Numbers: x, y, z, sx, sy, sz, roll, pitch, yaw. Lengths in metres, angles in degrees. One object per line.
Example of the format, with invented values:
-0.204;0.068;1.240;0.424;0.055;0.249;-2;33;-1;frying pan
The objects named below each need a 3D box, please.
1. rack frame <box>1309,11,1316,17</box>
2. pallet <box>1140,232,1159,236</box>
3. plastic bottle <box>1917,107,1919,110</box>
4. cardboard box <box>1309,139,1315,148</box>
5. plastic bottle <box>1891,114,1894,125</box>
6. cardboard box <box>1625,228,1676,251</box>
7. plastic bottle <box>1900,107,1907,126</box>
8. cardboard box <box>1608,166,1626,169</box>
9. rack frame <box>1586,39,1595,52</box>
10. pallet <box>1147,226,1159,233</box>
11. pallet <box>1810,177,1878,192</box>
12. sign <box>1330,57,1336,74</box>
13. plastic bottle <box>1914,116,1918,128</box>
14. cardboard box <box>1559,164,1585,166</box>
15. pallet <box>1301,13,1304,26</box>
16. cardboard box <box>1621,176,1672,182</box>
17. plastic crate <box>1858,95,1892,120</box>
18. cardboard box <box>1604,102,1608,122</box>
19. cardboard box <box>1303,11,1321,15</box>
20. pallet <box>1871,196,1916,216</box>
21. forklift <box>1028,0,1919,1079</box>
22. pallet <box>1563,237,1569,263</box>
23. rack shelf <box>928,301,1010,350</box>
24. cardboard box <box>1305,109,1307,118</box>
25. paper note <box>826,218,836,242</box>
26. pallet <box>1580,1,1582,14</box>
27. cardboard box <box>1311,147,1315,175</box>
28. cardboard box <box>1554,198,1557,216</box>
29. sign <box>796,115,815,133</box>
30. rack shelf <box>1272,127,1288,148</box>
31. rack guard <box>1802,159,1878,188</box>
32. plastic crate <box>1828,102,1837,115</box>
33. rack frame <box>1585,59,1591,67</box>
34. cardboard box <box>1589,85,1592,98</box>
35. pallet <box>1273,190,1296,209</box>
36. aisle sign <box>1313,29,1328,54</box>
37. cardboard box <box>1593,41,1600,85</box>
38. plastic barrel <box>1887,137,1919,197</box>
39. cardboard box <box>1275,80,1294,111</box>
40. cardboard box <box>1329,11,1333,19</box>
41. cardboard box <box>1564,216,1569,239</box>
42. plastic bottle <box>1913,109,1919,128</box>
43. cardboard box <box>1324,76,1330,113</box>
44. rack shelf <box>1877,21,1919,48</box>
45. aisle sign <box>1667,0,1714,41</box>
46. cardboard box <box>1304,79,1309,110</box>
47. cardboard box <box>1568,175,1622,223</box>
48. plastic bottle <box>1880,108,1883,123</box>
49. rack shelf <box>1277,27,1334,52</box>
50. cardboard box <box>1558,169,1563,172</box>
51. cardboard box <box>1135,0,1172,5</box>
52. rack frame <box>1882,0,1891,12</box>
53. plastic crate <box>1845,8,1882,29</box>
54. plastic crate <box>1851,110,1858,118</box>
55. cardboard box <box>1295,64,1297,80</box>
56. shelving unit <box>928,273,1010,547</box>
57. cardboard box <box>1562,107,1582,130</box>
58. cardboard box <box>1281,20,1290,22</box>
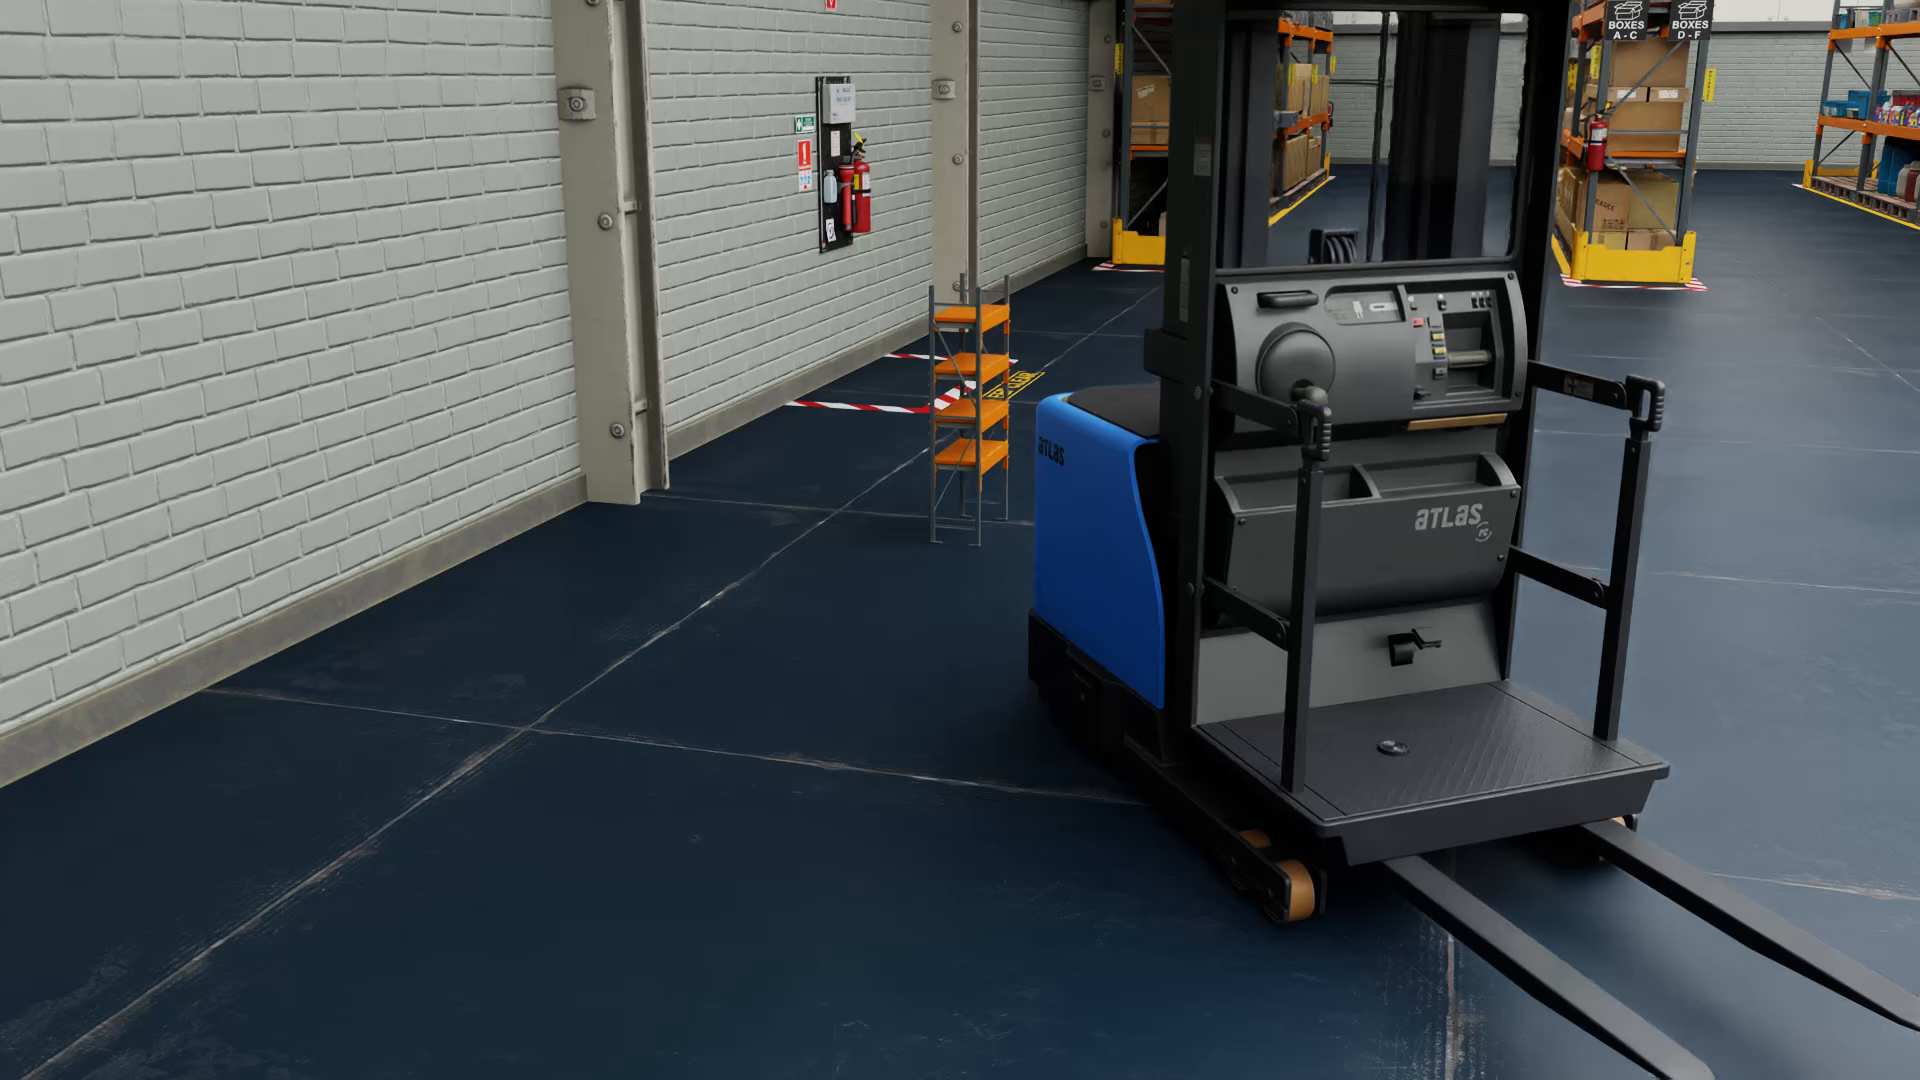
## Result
5.709;-10.600;28.710;1.000;3.000;0.127;5;16;16;rack frame
2.585;-3.463;19.650;1.003;0.211;1.213;5;16;16;pallet
14.293;-6.318;24.822;0.061;0.283;0.133;5;16;16;plastic bottle
6.440;-7.425;31.133;0.380;0.149;0.250;4;16;14;cardboard box
14.389;-6.488;25.571;0.097;0.201;0.097;0;16;0;plastic bottle
7.415;-3.194;17.861;0.500;0.250;0.500;5;16;16;cardboard box
14.192;-6.364;24.984;0.061;0.283;0.133;5;16;16;plastic bottle
9.410;-5.277;24.179;0.500;0.311;0.500;5;17;17;cardboard box
11.596;-8.377;31.867;1.000;3.000;0.127;5;16;16;rack frame
2.934;-3.781;20.772;1.003;0.211;1.213;5;16;16;pallet
16.073;-6.438;30.140;1.003;0.211;1.213;5;16;16;pallet
7.362;-9.386;32.867;0.100;0.325;0.005;5;16;16;sign
13.976;-6.108;24.231;0.097;0.201;0.097;0;16;0;plastic bottle
9.364;-5.556;25.696;0.500;0.500;0.500;5;17;18;cardboard box
5.020;-8.485;27.096;1.003;0.211;1.213;5;17;18;pallet
7.685;-3.817;18.685;0.500;0.500;0.500;5;16;16;cardboard box
15.013;-7.115;27.338;0.392;0.384;0.575;5;16;16;plastic crate
7.339;-4.498;18.008;0.700;0.500;0.500;5;17;17;cardboard box
6.158;-9.495;29.634;0.500;0.250;0.500;5;16;16;cardboard box
14.604;-5.085;25.371;1.003;0.211;1.213;5;16;16;pallet
1.224;-0.540;4.363;1.130;2.935;3.031;-6;17;-19;forklift
7.575;-3.371;19.328;1.003;0.211;1.213;5;16;16;pallet
0.047;-0.999;7.711;0.258;0.148;0.480;5;16;16;rack shelf
5.836;-7.424;28.932;0.380;0.149;0.250;5;17;17;cardboard box
-0.892;-2.147;11.515;0.016;0.148;0.142;5;16;16;paper note
8.901;-7.159;22.422;1.003;0.211;1.213;5;17;18;pallet
6.314;-7.166;31.410;0.700;0.500;0.500;5;17;17;cardboard box
8.317;-4.514;22.516;0.500;0.250;0.500;5;17;17;cardboard box
-1.021;-2.747;10.982;0.001;0.109;0.331;5;16;16;sign
4.004;-5.798;24.093;1.077;0.370;4.000;5;16;16;rack shelf
16.339;-6.797;30.876;1.175;0.500;0.348;5;16;16;rack guard
15.772;-7.729;29.779;0.416;0.233;0.300;5;16;16;plastic crate
10.460;-7.331;28.178;1.000;3.000;0.127;5;16;16;rack frame
7.708;-5.341;19.789;0.380;0.149;0.250;4;16;15;cardboard box
4.869;-5.526;26.926;1.003;0.211;1.213;5;16;16;pallet
7.154;-10.007;32.848;0.394;0.787;0.004;5;16;16;aisle sign
7.924;-5.661;19.731;0.700;0.500;0.500;5;16;16;cardboard box
14.836;-5.812;25.899;0.600;0.901;0.708;5;16;16;plastic barrel
4.956;-6.976;26.160;0.500;0.500;0.500;5;17;18;cardboard box
6.892;-10.169;32.010;0.500;0.250;0.500;5;17;18;cardboard box
7.333;-3.627;19.389;0.500;0.250;0.500;5;16;16;cardboard box
14.004;-6.167;24.311;0.097;0.271;0.097;0;16;0;plastic bottle
6.711;-8.771;32.704;0.980;0.700;0.700;5;17;18;cardboard box
14.639;-7.519;24.664;1.077;0.370;4.000;5;16;16;rack shelf
7.325;-5.401;16.610;0.394;0.787;0.004;5;16;16;aisle sign
5.684;-7.640;28.504;0.500;0.500;0.500;5;17;16;cardboard box
7.187;-3.857;18.827;0.500;0.500;0.500;5;16;16;cardboard box
14.614;-6.729;26.292;0.097;0.271;0.097;0;16;0;plastic bottle
6.278;-9.334;31.062;1.077;0.370;4.000;5;16;16;rack shelf
8.604;-5.048;23.370;0.500;0.311;0.500;4;16;14;cardboard box
2.175;-6.204;18.489;0.500;0.500;0.500;6;17;20;cardboard box
15.208;-9.832;26.001;1.000;3.000;0.127;5;16;16;rack frame
15.647;-9.027;28.775;0.504;0.338;0.767;5;16;16;plastic crate
15.268;-7.156;27.955;0.437;0.125;0.590;5;16;16;plastic crate
5.101;-7.469;26.524;0.500;0.250;0.500;4;16;15;cardboard box
0.047;-0.621;7.818;0.258;1.200;0.503;5;16;16;shelving unit
8.883;-6.022;23.728;0.500;0.311;0.500;4;16;15;cardboard box
4.627;-7.868;24.701;0.500;0.311;0.500;5;16;16;cardboard box
